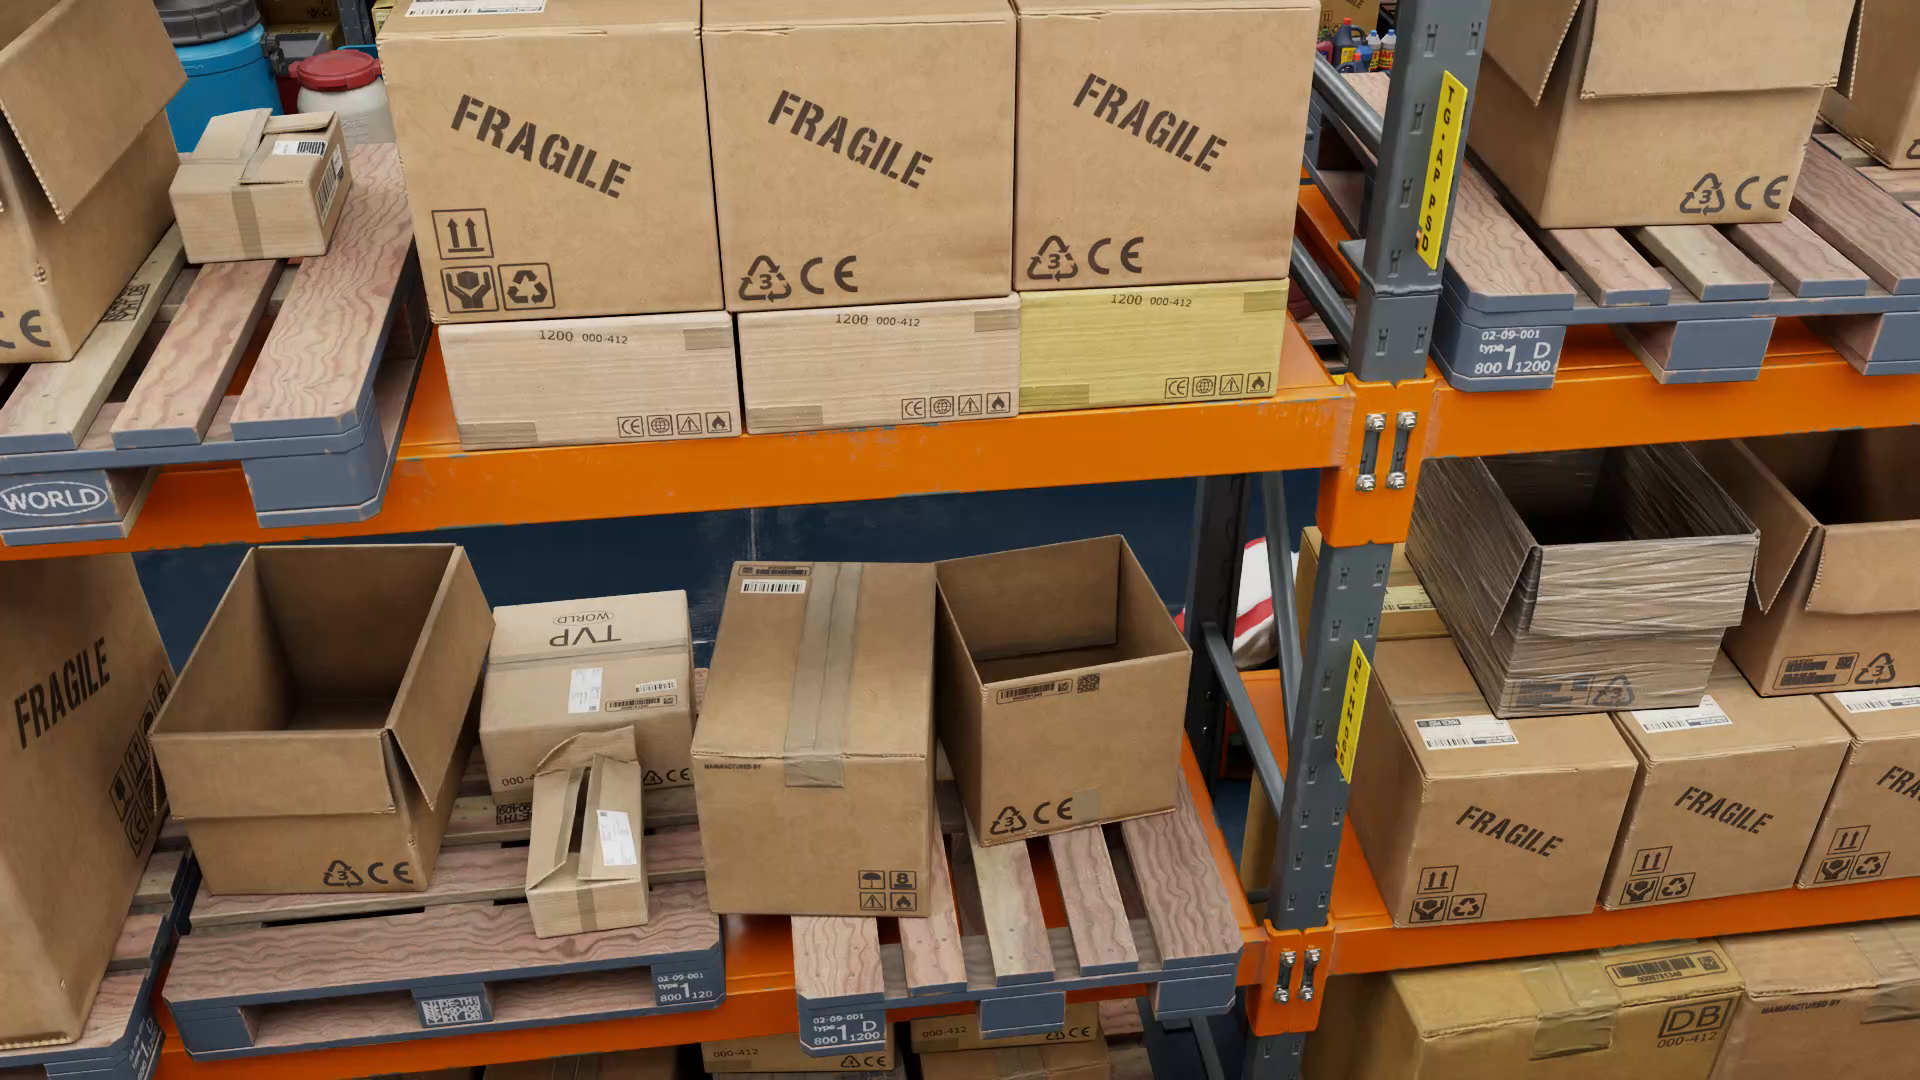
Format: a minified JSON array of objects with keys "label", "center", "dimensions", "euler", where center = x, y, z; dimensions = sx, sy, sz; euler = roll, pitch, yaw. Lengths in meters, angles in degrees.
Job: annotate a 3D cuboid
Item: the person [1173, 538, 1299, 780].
[{"label":"person","center":[1.145,0.391,6.262],"dimensions":[0.868,0.993,0.569],"euler":[-4,35,-6]}]
